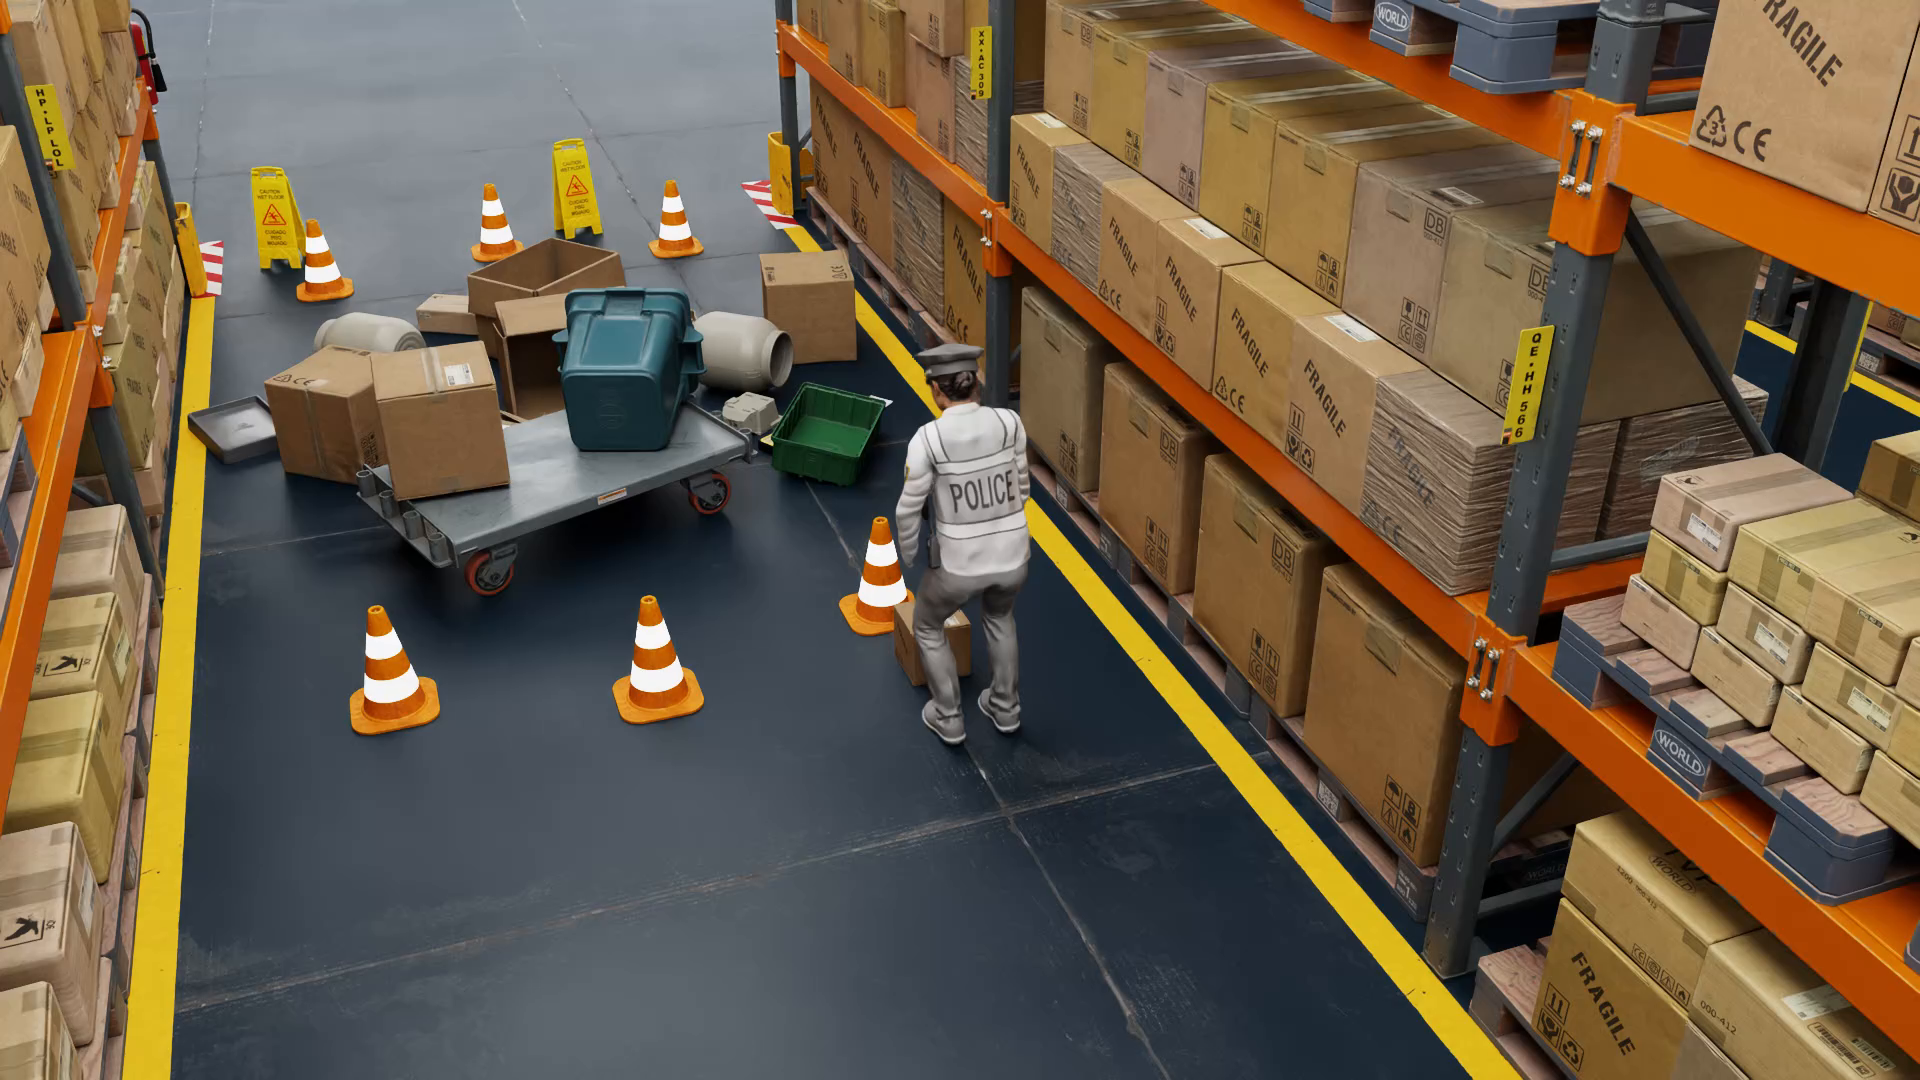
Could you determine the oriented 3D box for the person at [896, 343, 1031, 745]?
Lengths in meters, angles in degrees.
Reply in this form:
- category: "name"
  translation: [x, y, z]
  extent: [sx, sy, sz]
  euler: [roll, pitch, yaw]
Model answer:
- category: "person"
  translation: [0.013, 0.042, 6.160]
  extent: [0.516, 1.574, 0.526]
  euler: [-10, 31, -16]
